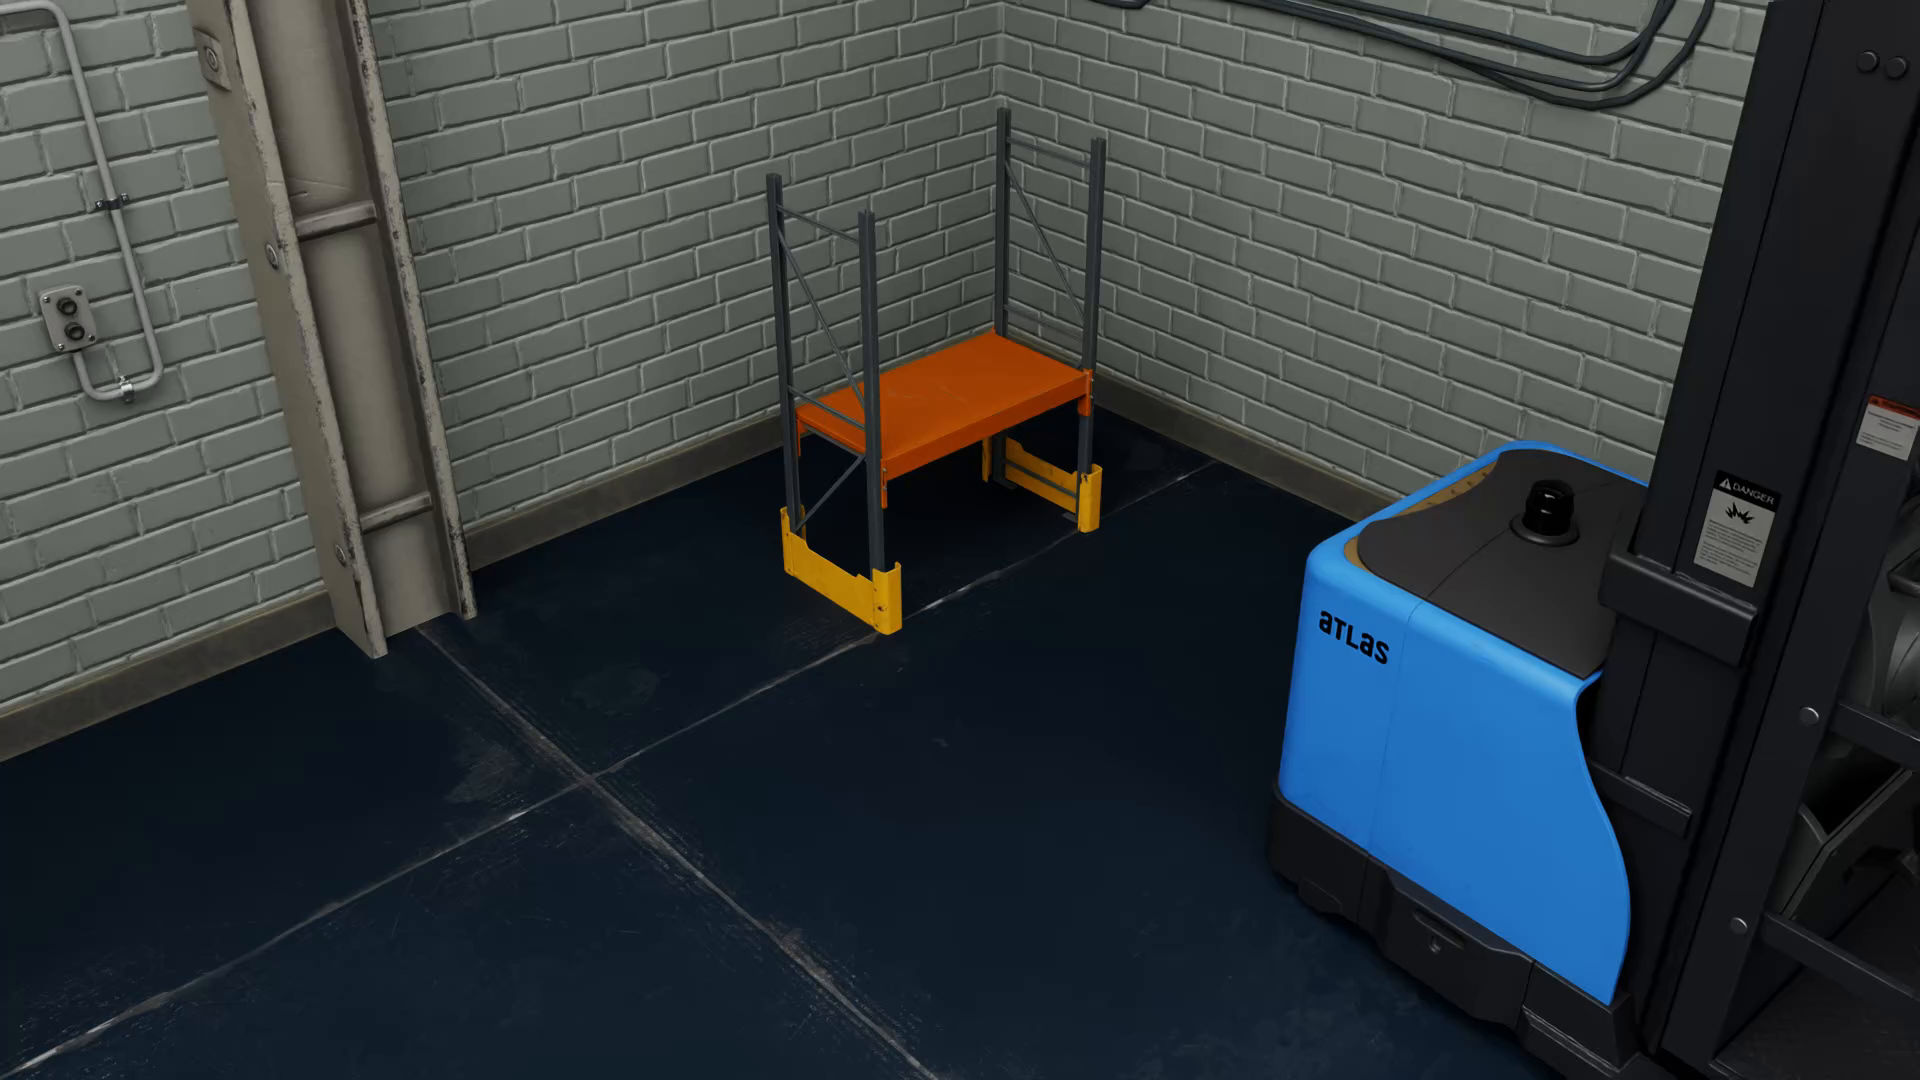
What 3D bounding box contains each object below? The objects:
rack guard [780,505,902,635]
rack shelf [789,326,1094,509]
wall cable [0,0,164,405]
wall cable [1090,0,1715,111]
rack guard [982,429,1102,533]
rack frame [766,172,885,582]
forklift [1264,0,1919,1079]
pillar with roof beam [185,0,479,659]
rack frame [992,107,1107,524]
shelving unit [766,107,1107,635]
[{"bbox_3d":[-0.421,0.097,5.852,0.087,0.250,0.587,-26,40,-35],"label":"rack guard"},{"bbox_3d":[-0.063,-0.456,5.903,1.000,0.185,0.538,-26,40,-35],"label":"rack shelf"},{"bbox_3d":[-3.029,-0.968,3.983,1.851,1.984,0.084,-26,40,-35],"label":"wall cable"},{"bbox_3d":[1.066,-2.822,5.216,0.112,2.526,3.097,-26,40,-35],"label":"wall cable"},{"bbox_3d":[0.309,-0.256,6.429,0.087,0.250,0.587,-26,40,-35],"label":"rack guard"},{"bbox_3d":[-0.435,-0.429,5.514,0.032,1.500,0.500,-26,40,-35],"label":"rack frame"},{"bbox_3d":[2.194,0.108,3.263,1.130,2.935,3.031,-24,39,-34],"label":"forklift"},{"bbox_3d":[0.994,-1.919,0.763,0.400,9.000,9.100,-26,40,-35],"label":"pillar with roof beam"},{"bbox_3d":[0.310,-0.790,6.104,0.032,1.500,0.500,-26,40,-35],"label":"rack frame"},{"bbox_3d":[-0.056,-0.613,5.815,1.083,1.500,0.587,-26,40,-35],"label":"shelving unit"}]
